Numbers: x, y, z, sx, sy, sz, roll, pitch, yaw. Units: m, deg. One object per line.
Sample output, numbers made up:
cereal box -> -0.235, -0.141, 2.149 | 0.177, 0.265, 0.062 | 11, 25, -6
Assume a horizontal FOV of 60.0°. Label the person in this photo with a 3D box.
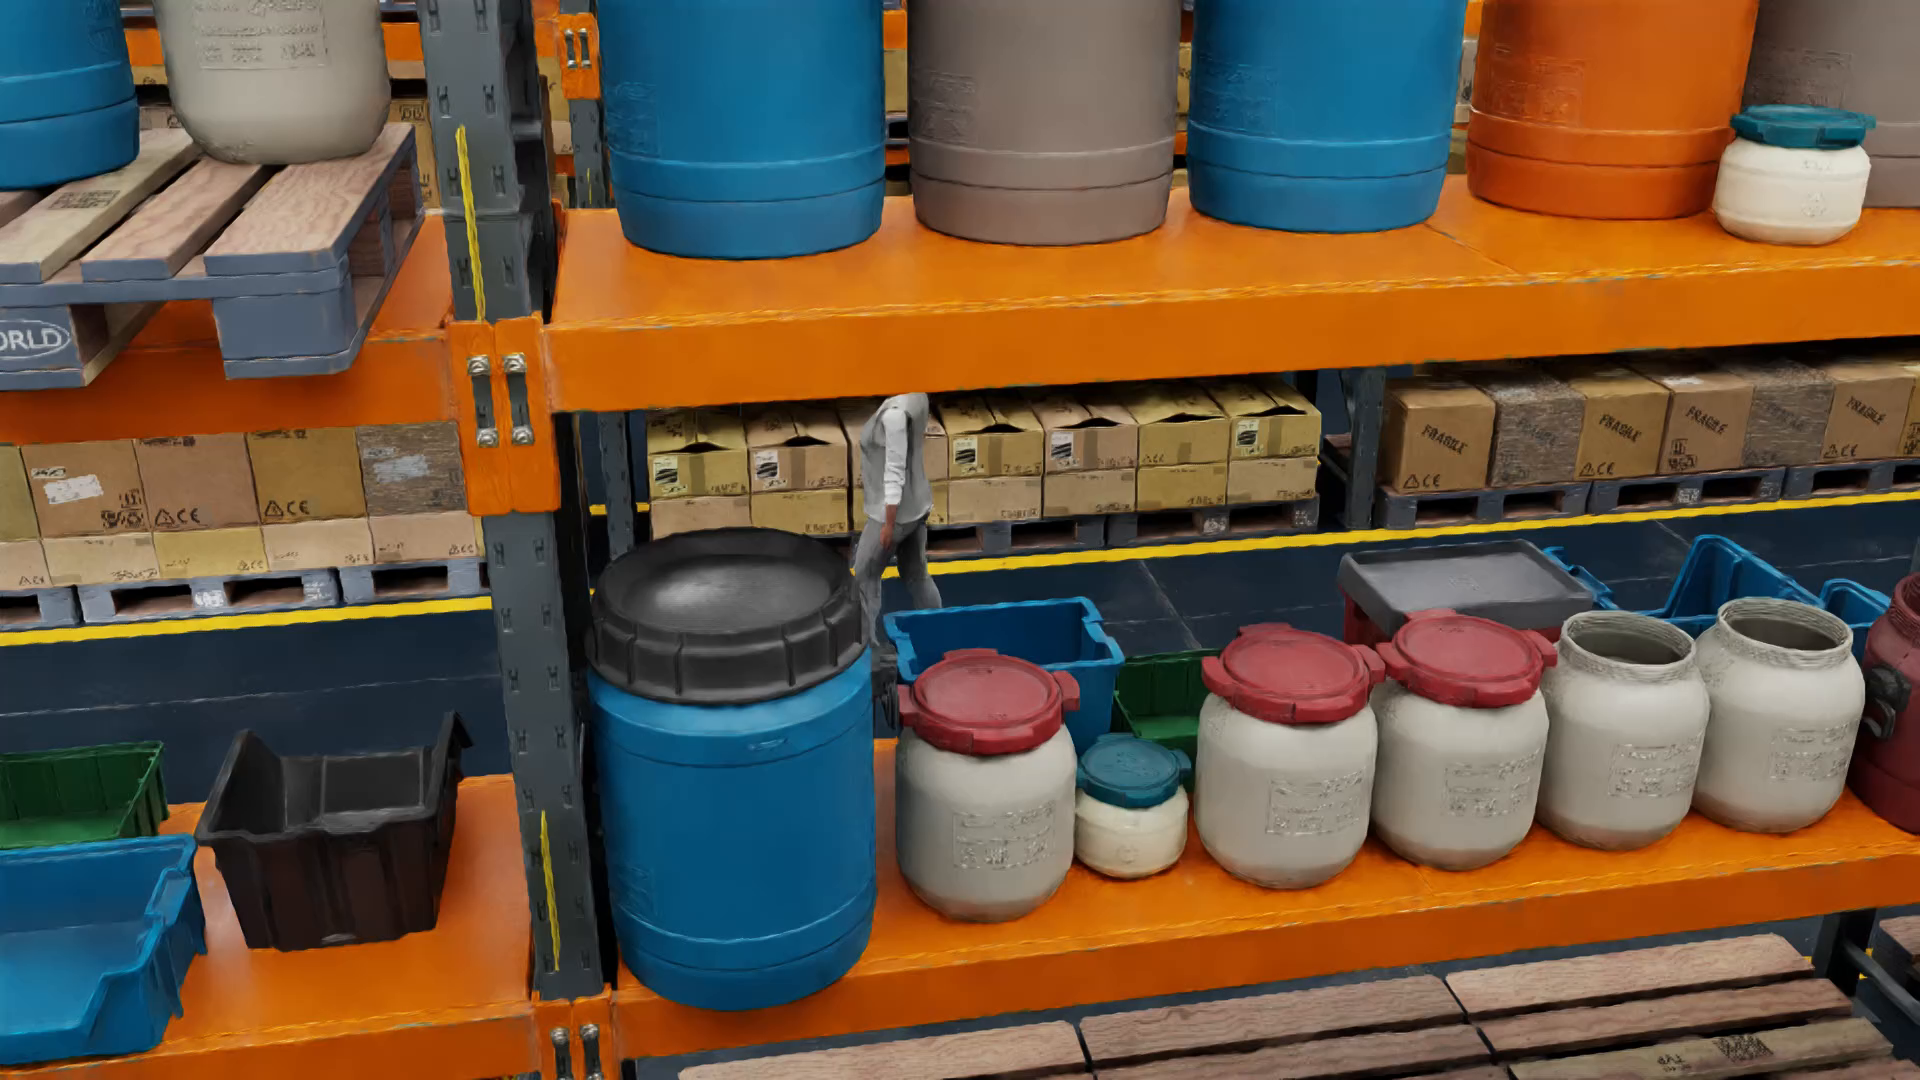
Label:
person -> -0.367, -0.145, 7.424 | 0.664, 1.590, 0.402 | 7, 25, 16
